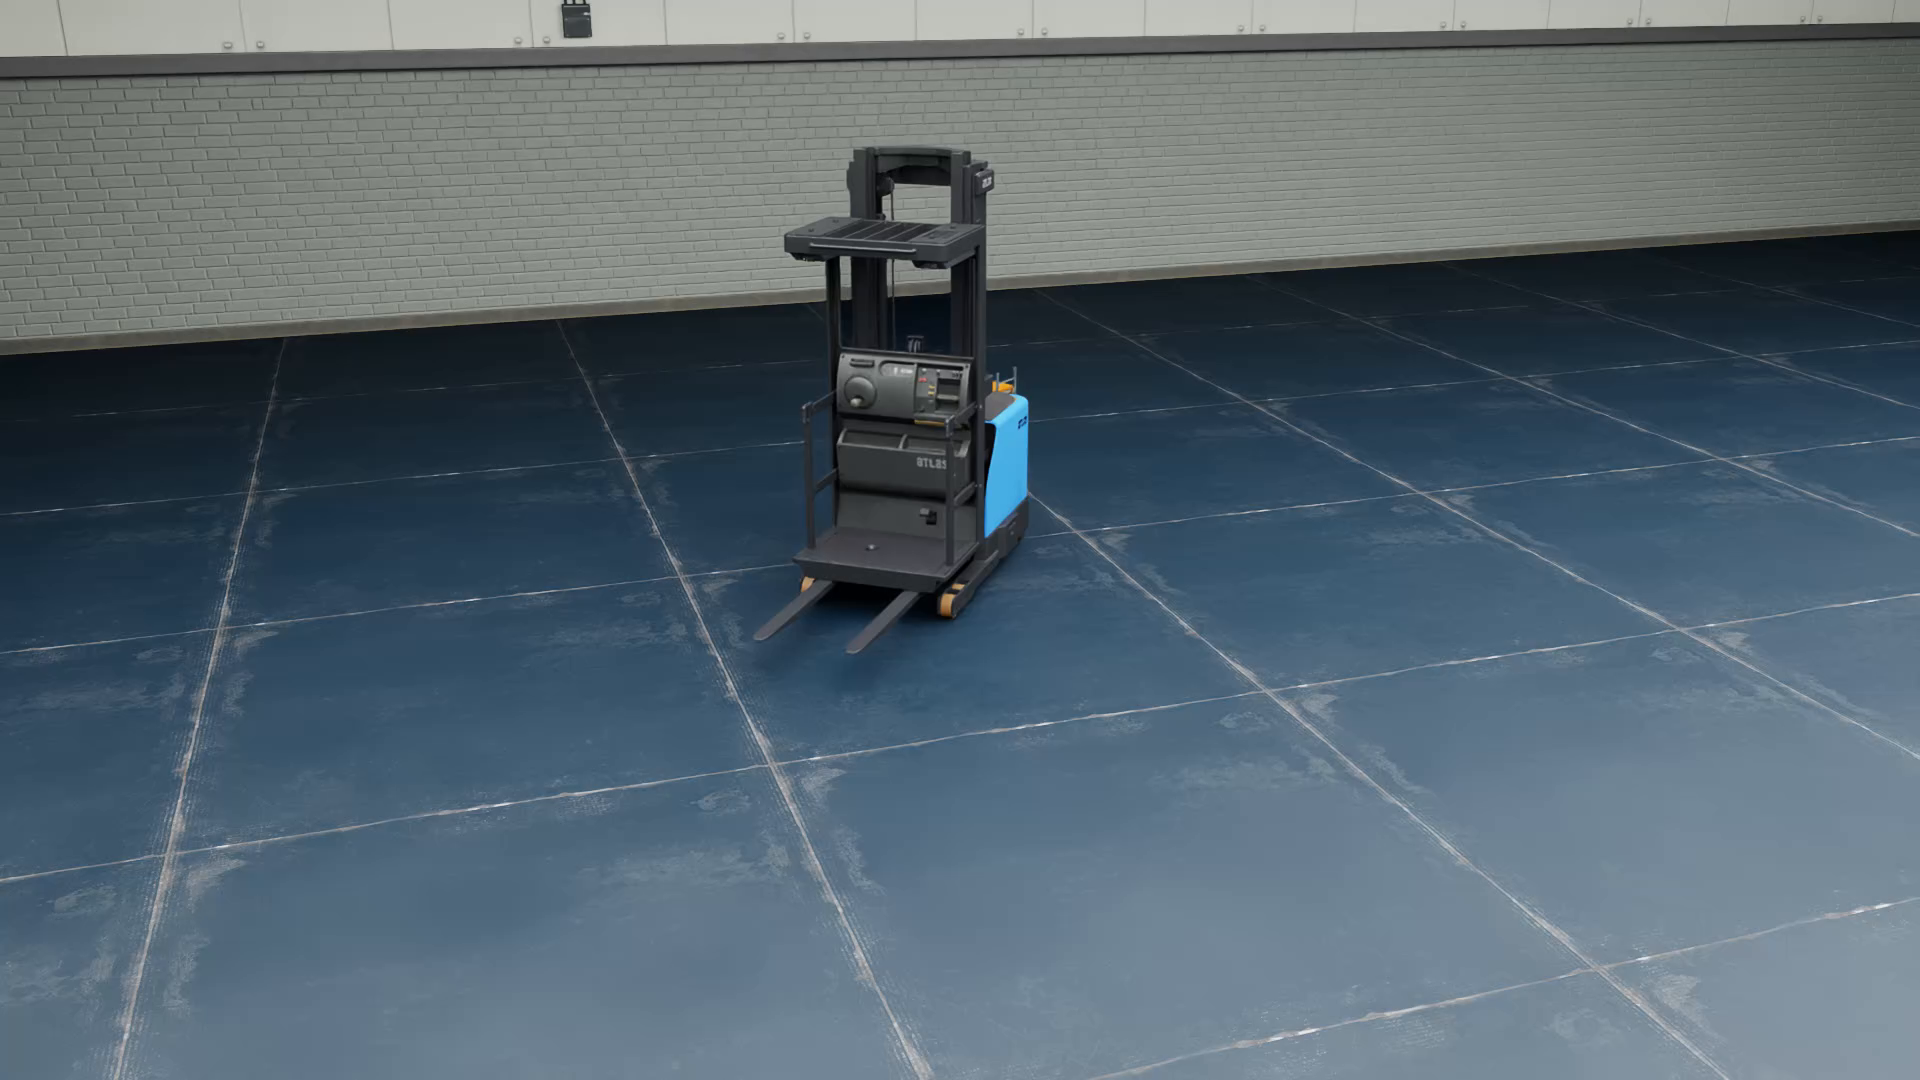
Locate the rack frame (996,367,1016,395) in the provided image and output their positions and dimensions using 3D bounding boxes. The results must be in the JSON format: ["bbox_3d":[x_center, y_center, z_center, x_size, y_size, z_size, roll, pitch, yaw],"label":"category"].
[{"bbox_3d":[0.344,-0.702,12.595,0.015,1.200,0.240,15,24,35],"label":"rack frame"}]

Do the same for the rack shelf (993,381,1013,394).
[{"bbox_3d":[0.151,-1.122,12.603,0.480,0.148,0.258,15,24,35],"label":"rack shelf"}]

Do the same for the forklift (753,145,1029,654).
[{"bbox_3d":[-0.447,-1.016,10.908,1.130,2.935,3.031,7,21,18],"label":"forklift"}]

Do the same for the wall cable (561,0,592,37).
[{"bbox_3d":[-3.354,-8.603,18.026,2.305,6.003,0.169,-6,21,-17],"label":"wall cable"}]

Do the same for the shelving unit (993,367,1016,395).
[{"bbox_3d":[0.151,-0.752,12.735,0.503,1.200,0.258,15,24,35],"label":"shelving unit"}]
